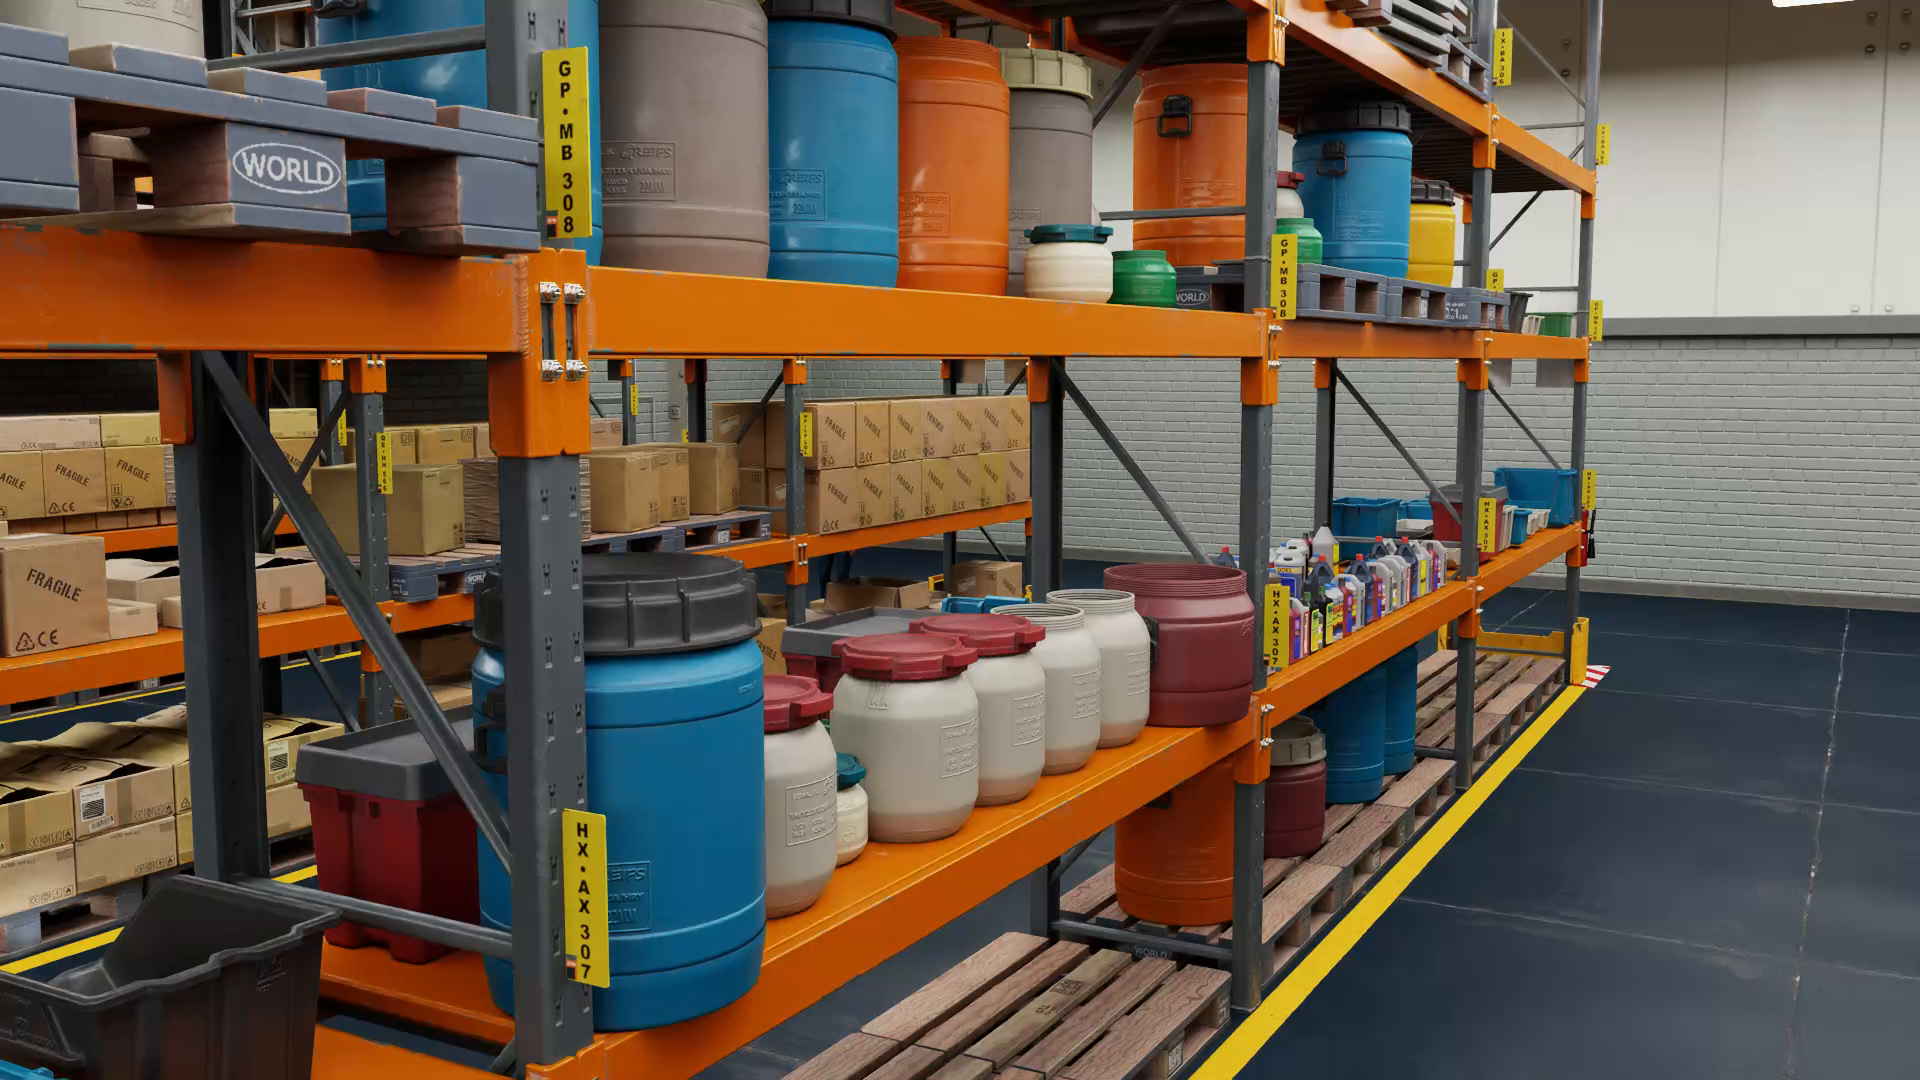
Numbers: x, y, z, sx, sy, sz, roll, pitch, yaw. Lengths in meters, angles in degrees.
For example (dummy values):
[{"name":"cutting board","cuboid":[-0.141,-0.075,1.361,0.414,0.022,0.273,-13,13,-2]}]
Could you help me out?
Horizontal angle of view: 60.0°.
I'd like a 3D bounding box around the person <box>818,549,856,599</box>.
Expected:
[{"name":"person","cuboid":[-1.248,0.039,16.708,0.478,1.592,0.346,2,7,21]}]
